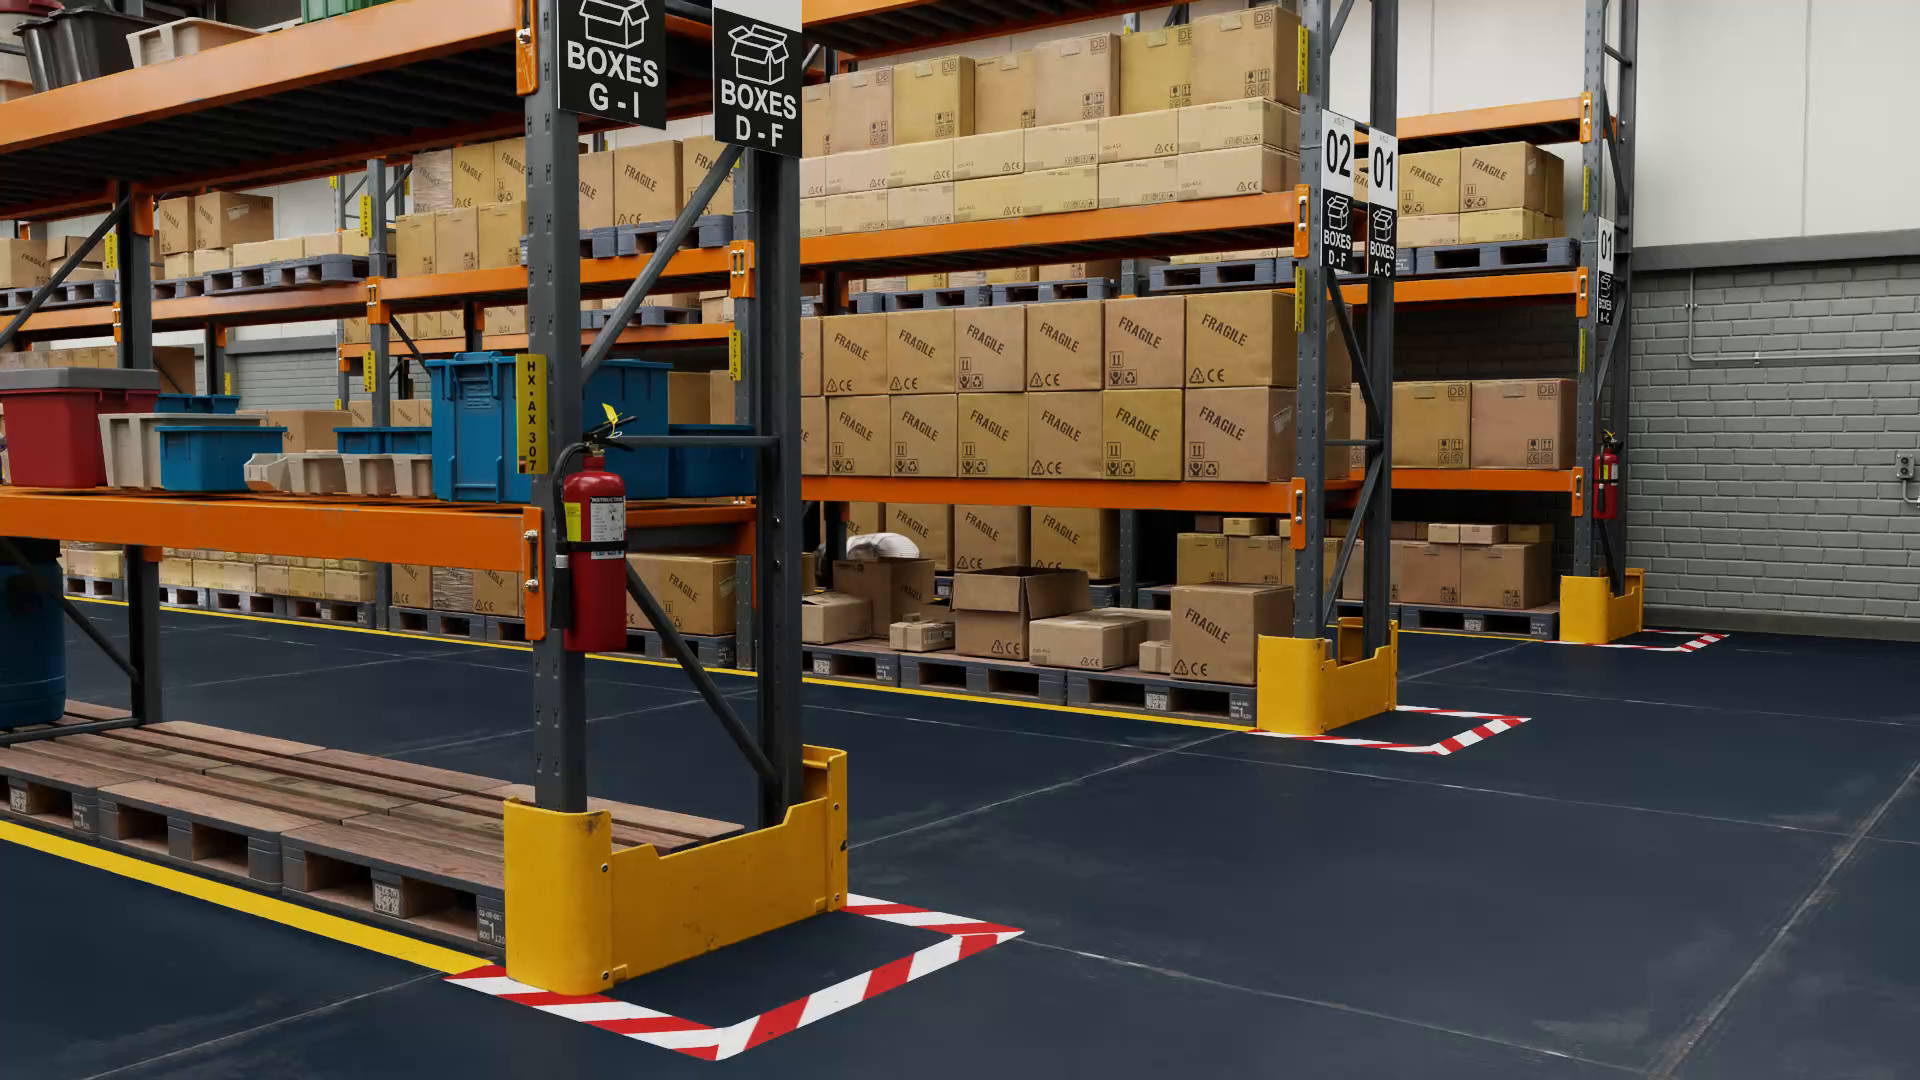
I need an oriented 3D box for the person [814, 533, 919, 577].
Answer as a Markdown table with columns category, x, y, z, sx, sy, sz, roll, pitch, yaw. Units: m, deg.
| category | x | y | z | sx | sy | sz | roll | pitch | yaw |
| --- | --- | --- | --- | --- | --- | --- | --- | --- | --- |
| person | -0.751 | 0.360 | 12.944 | 0.916 | 0.833 | 0.456 | 2 | 4 | 32 |
